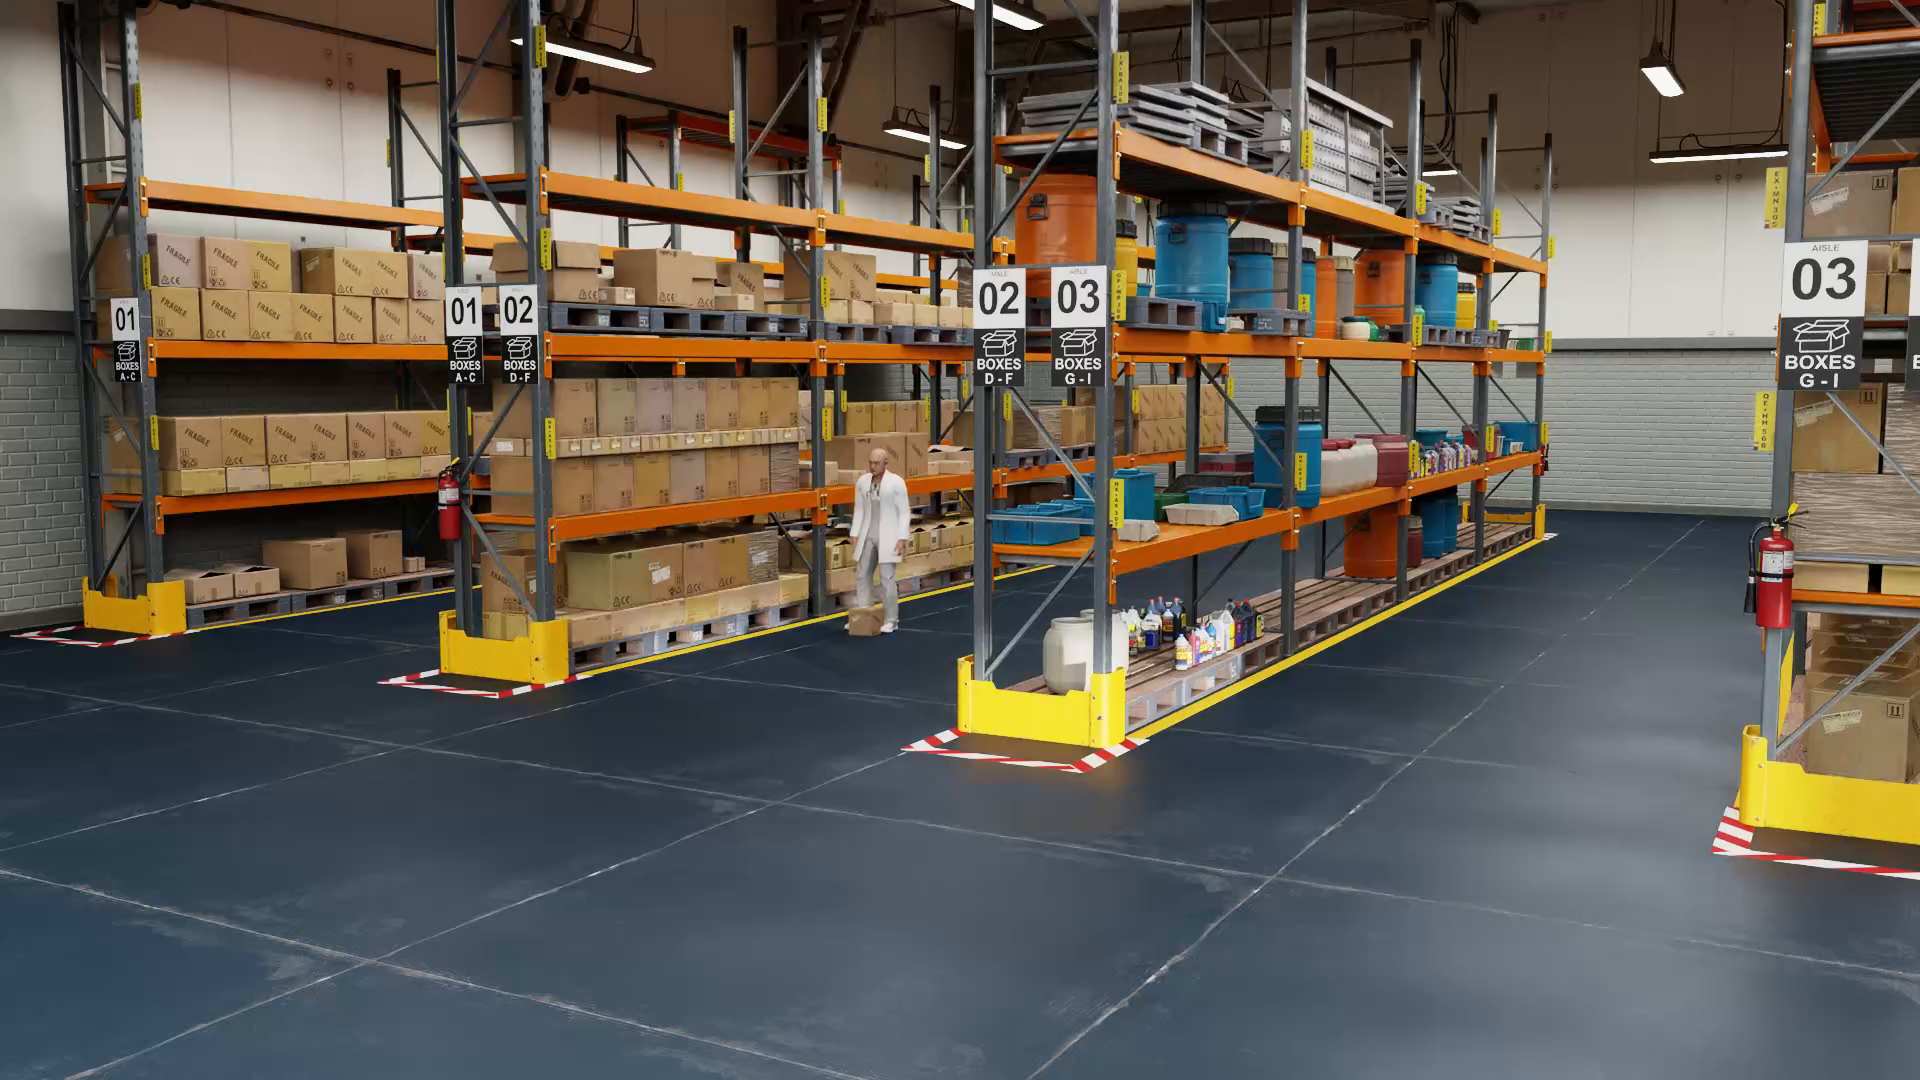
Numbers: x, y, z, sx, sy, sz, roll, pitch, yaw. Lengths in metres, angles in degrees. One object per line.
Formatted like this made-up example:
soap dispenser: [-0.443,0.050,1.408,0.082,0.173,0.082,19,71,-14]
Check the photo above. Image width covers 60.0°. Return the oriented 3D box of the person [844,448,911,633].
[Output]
person: [-0.785,-0.002,16.092,0.642,1.772,0.428,3,6,27]
